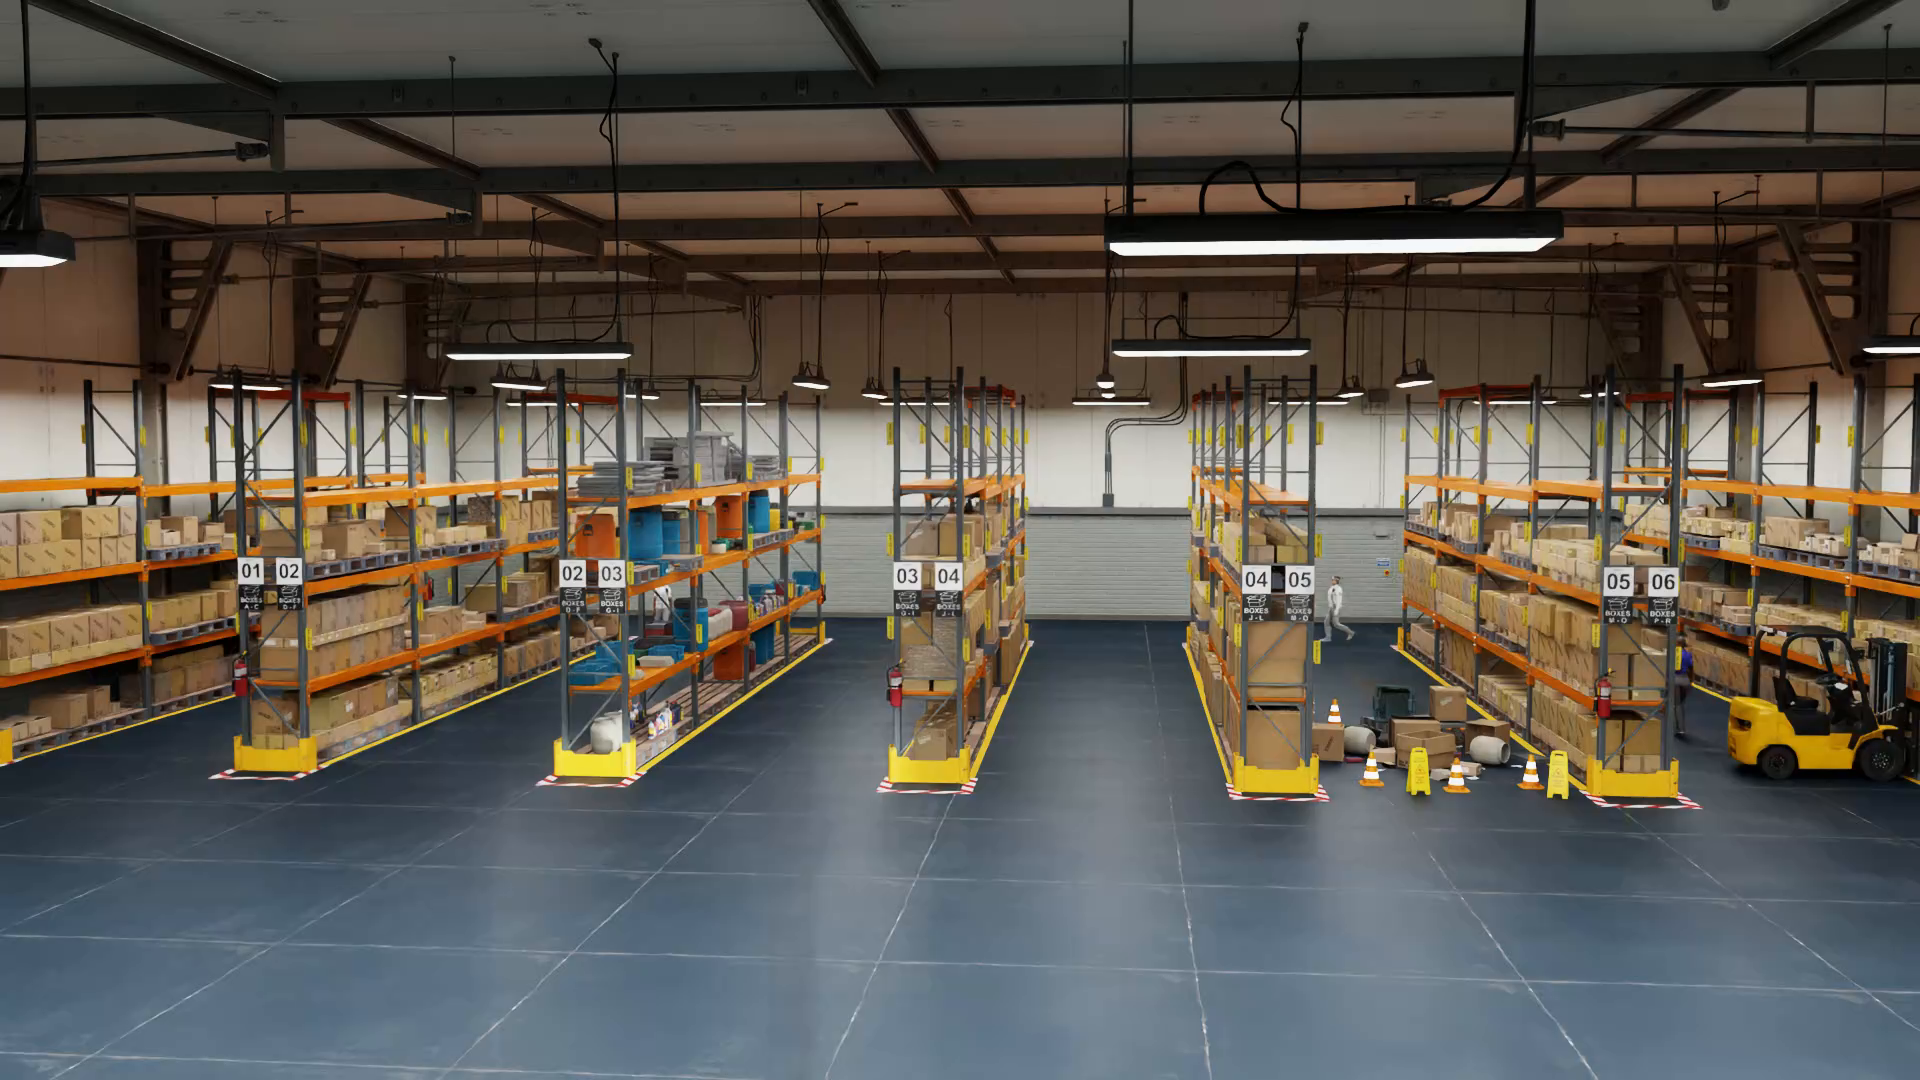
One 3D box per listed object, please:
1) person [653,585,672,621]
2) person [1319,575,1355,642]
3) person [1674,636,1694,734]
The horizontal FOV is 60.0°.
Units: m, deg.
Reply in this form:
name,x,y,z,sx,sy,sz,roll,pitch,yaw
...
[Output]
name,x,y,z,sx,sy,sz,roll,pitch,yaw
person,-7.202,1.660,40.323,0.444,1.650,0.612,0,4,3
person,9.152,1.656,40.364,0.825,1.648,0.517,0,4,4
person,12.046,2.438,27.945,0.538,1.676,0.732,0,4,1
